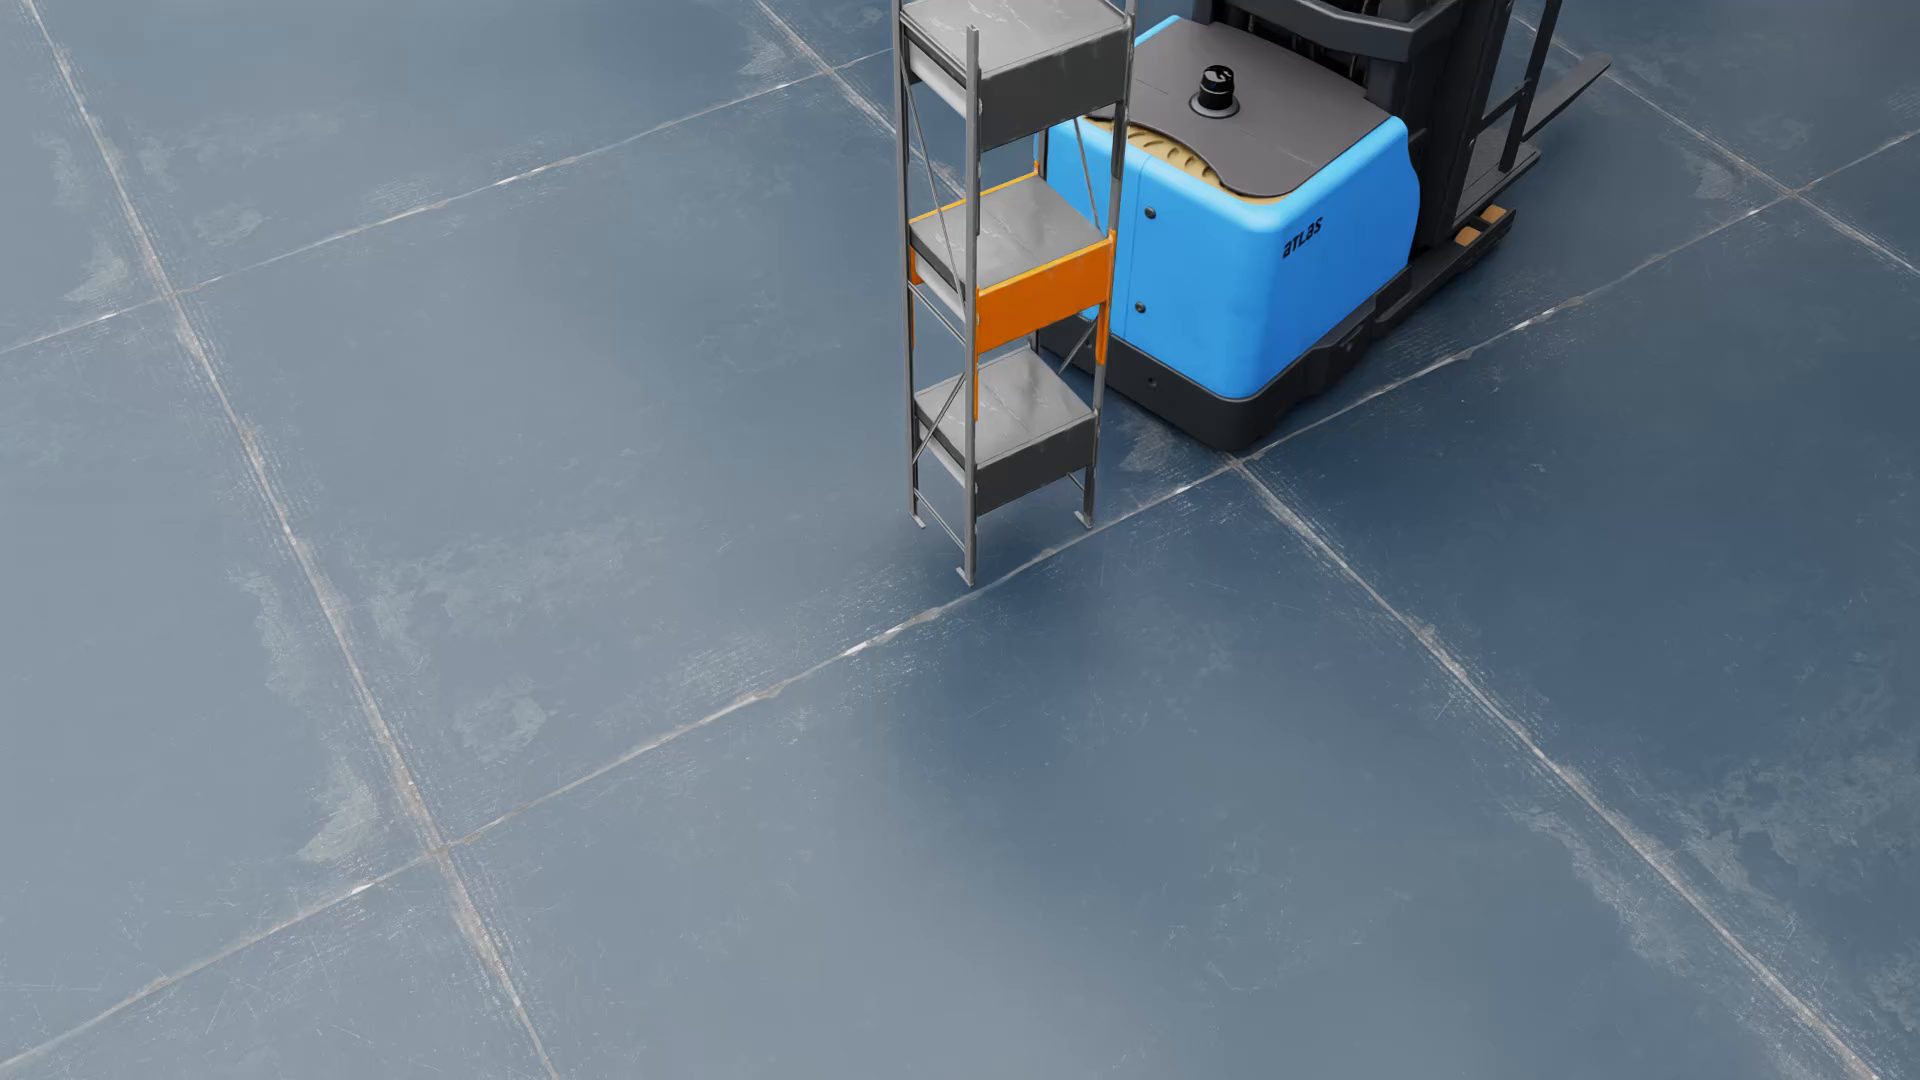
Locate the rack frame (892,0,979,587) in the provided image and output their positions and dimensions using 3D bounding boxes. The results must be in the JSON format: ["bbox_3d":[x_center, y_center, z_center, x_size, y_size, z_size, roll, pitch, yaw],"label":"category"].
[{"bbox_3d":[-0.066,-0.667,4.938,0.015,2.100,0.400,-25,53,-21],"label":"rack frame"}]

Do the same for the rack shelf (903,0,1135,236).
[{"bbox_3d":[0.140,-1.221,4.512,0.480,0.518,0.431,-25,53,-21],"label":"rack shelf"}]

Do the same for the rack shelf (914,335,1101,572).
[{"bbox_3d":[0.140,-0.290,5.558,0.480,0.518,0.431,-25,53,-21],"label":"rack shelf"}]

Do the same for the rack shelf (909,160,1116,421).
[{"bbox_3d":[0.140,-0.755,5.035,0.480,0.518,0.431,-25,53,-21],"label":"rack shelf"}]

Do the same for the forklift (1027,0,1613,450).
[{"bbox_3d":[1.613,-2.307,5.842,1.130,2.935,3.031,35,57,27],"label":"forklift"}]

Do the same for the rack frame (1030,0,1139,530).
[{"bbox_3d":[0.346,-0.861,5.111,0.015,2.100,0.400,-25,53,-21],"label":"rack frame"}]

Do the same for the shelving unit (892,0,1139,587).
[{"bbox_3d":[0.140,-0.764,5.025,0.503,2.100,0.431,-25,53,-21],"label":"shelving unit"}]
